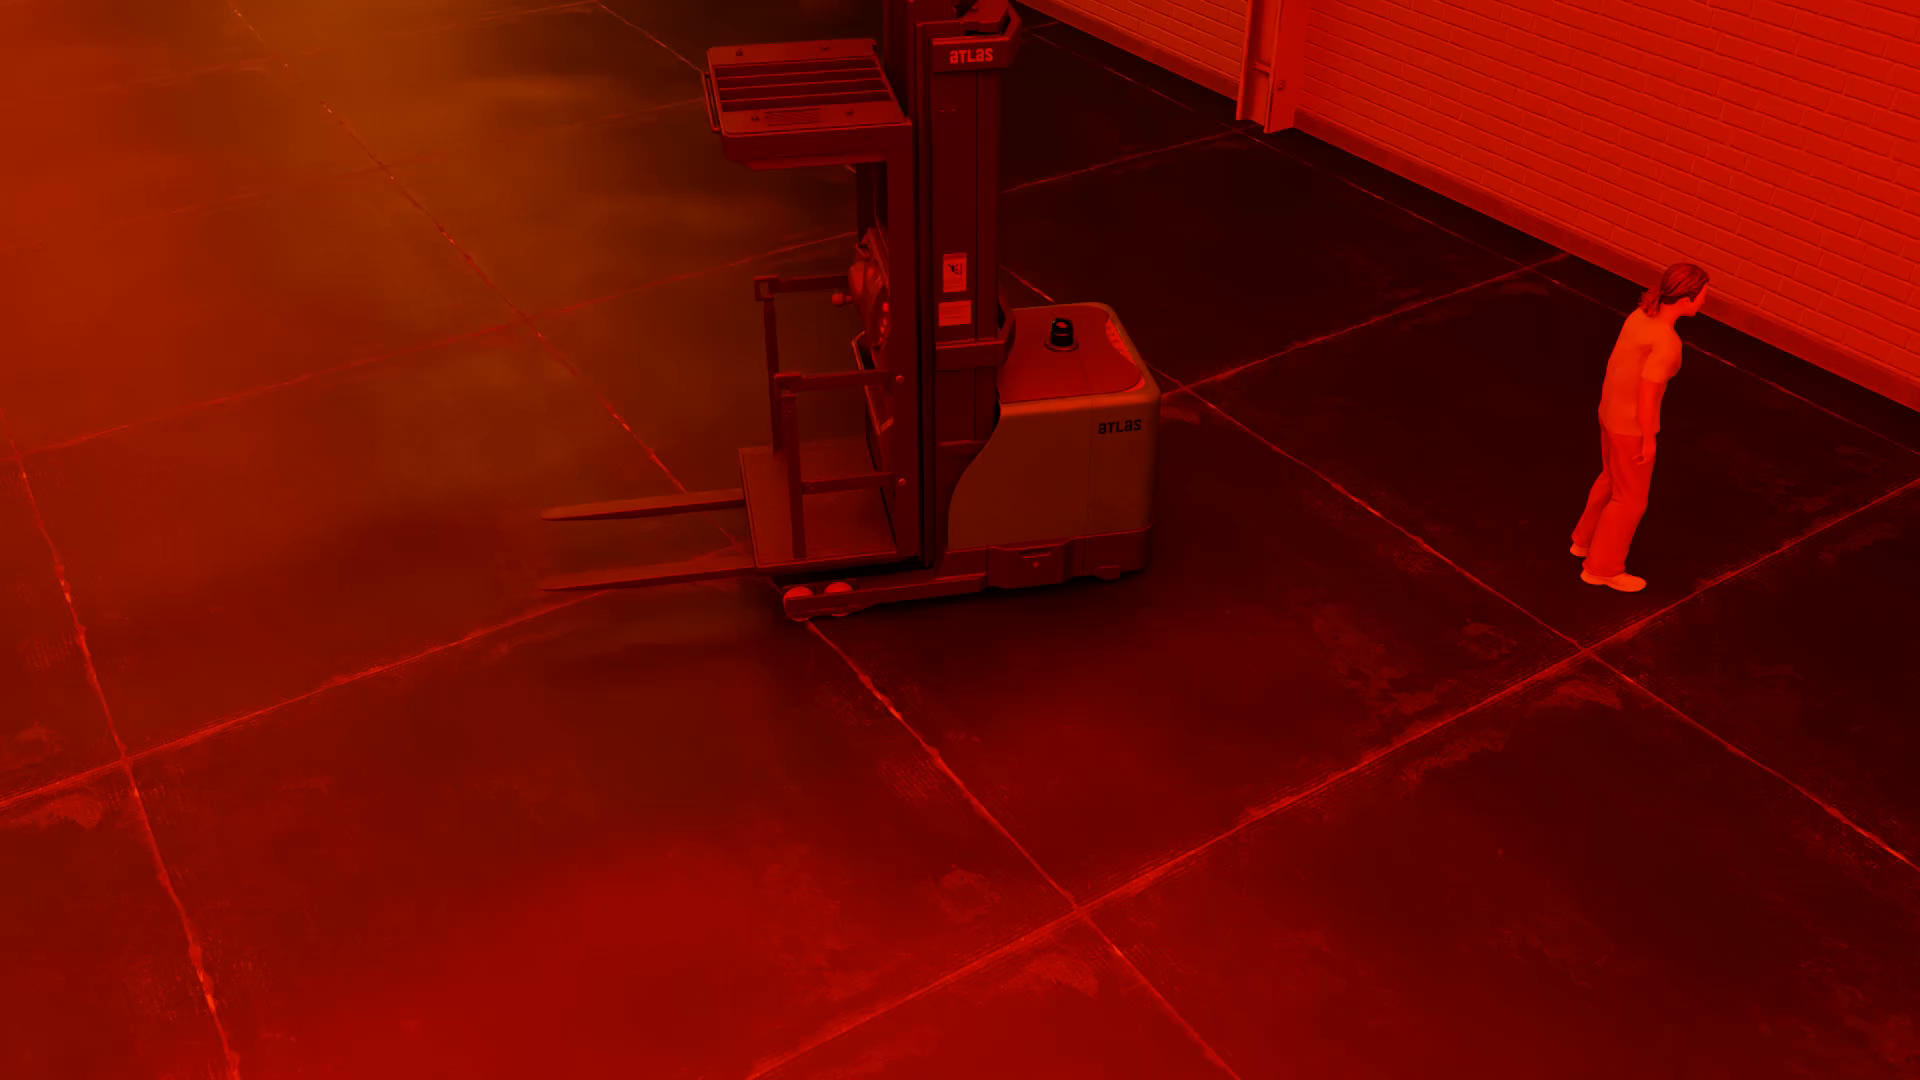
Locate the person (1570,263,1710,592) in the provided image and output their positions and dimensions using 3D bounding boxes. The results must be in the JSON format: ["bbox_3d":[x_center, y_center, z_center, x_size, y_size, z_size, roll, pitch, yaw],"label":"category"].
[{"bbox_3d":[3.273,-0.561,8.046,0.363,1.668,0.500,2,35,3],"label":"person"}]

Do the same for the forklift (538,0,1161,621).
[{"bbox_3d":[-0.599,-1.134,7.761,3.031,2.935,1.130,-6,36,-9],"label":"forklift"}]
